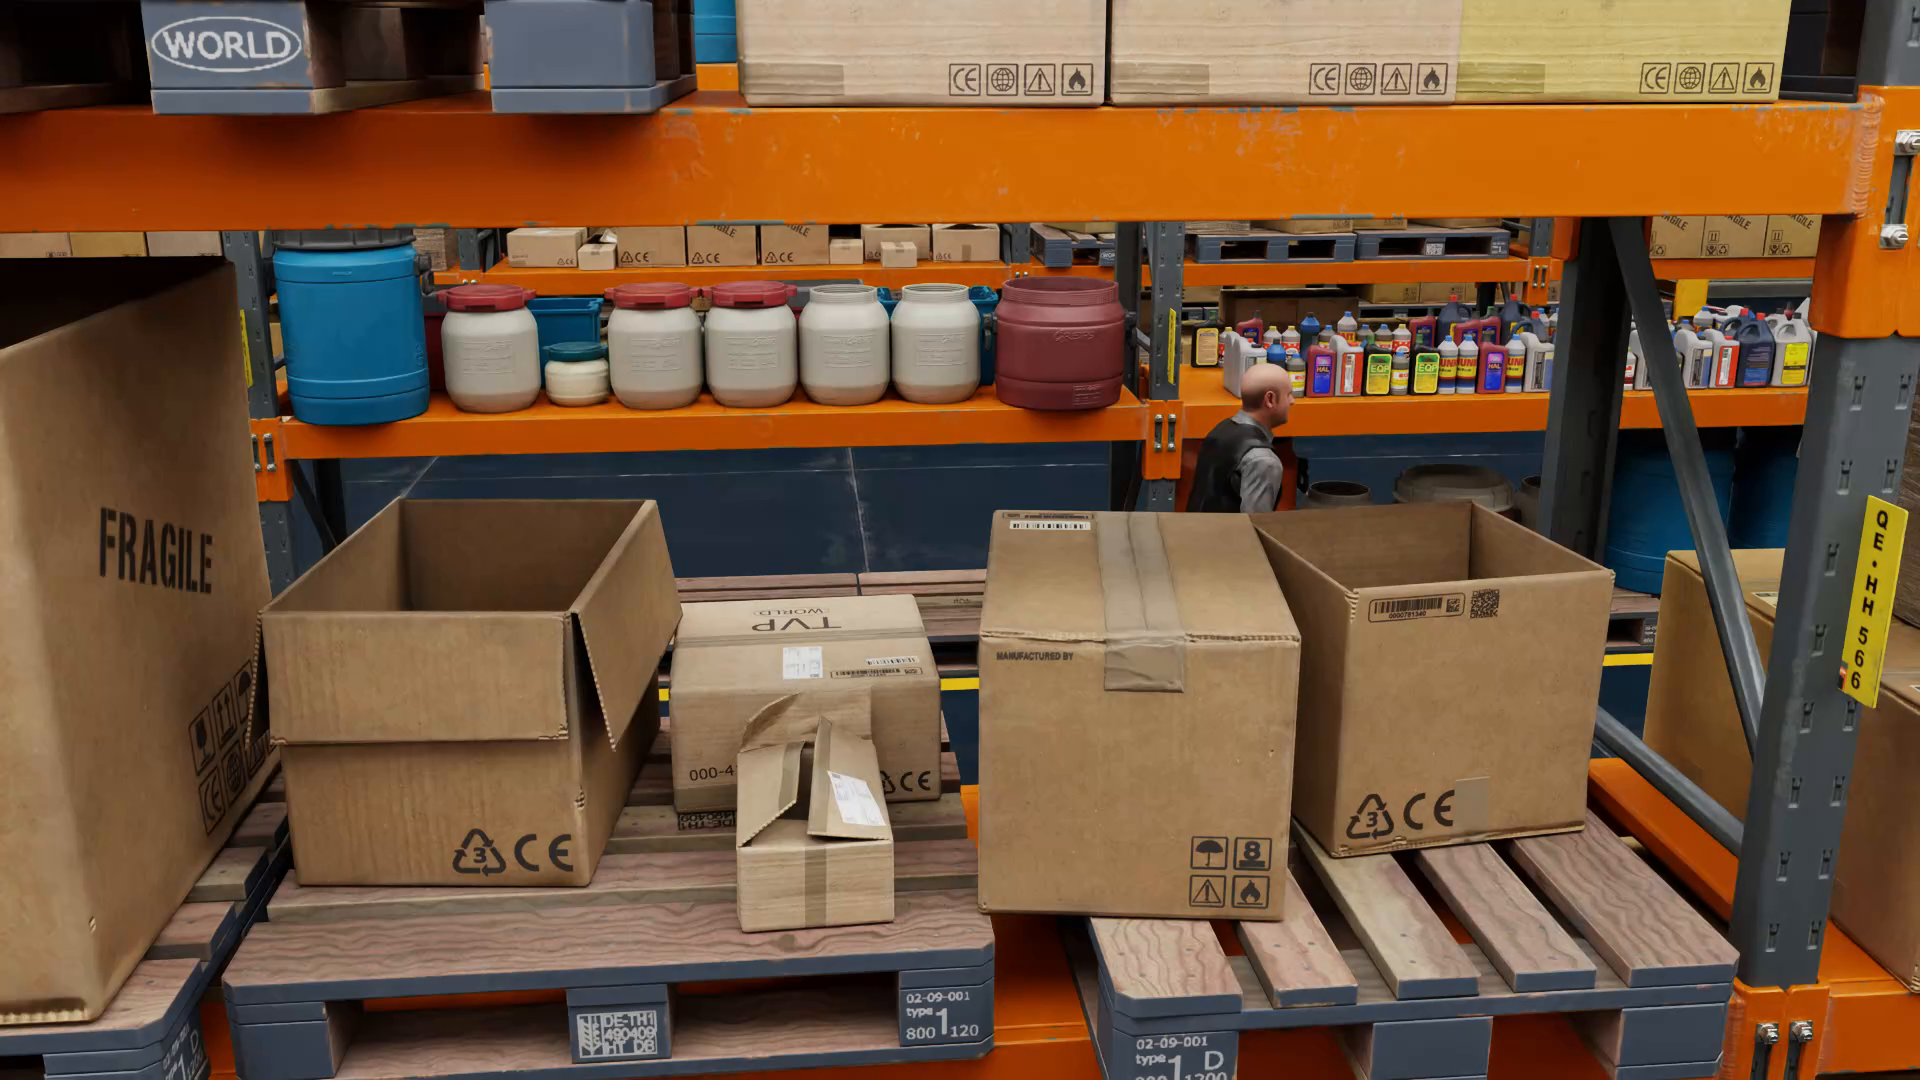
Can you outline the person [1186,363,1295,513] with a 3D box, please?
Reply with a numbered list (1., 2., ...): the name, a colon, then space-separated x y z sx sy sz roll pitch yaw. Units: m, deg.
1. person: 1.090 0.160 6.545 0.414 1.721 0.589 -2 17 -7
